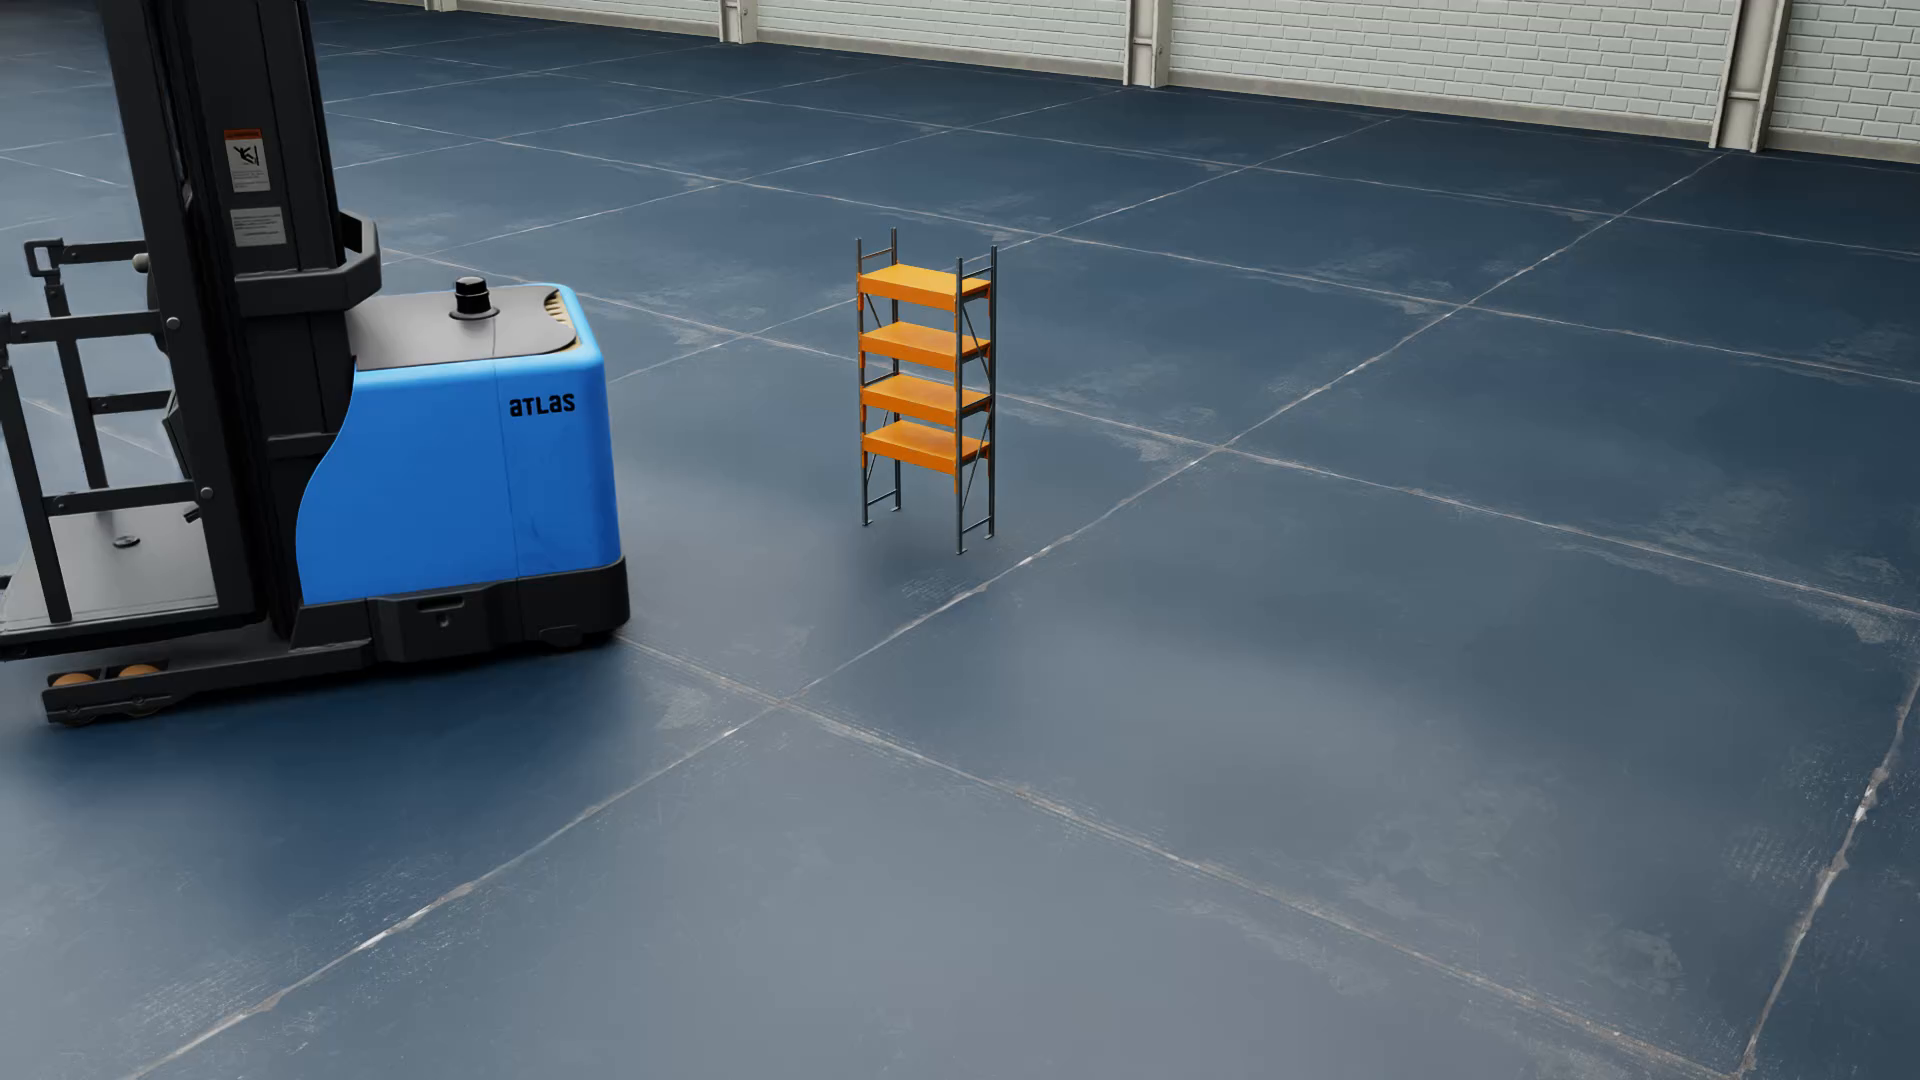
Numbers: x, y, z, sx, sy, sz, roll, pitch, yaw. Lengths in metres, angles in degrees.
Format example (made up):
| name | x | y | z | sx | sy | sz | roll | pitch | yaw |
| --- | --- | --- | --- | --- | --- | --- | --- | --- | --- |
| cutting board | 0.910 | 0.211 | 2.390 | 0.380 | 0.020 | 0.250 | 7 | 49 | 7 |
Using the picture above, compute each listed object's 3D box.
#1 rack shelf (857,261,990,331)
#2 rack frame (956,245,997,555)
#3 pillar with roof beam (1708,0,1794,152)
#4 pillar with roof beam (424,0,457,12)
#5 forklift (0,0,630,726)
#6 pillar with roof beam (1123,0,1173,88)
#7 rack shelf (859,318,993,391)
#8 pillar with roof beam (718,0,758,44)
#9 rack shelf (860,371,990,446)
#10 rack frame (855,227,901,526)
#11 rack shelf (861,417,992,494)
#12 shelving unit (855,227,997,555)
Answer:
| name | x | y | z | sx | sy | sz | roll | pitch | yaw |
| --- | --- | --- | --- | --- | --- | --- | --- | --- | --- |
| rack shelf | -0.132 | -0.949 | 6.440 | 0.480 | 0.148 | 0.258 | 17 | 29 | 33 |
| rack frame | 0.063 | -0.530 | 6.465 | 0.015 | 1.200 | 0.240 | 17 | 29 | 33 |
| pillar with roof beam | 4.214 | -6.165 | 9.581 | 0.400 | 9.000 | 9.100 | 17 | 29 | 33 |
| pillar with roof beam | -10.189 | -10.517 | 19.460 | 0.400 | 9.000 | 9.100 | 17 | 29 | 33 |
| forklift | -2.754 | -0.978 | 5.335 | 3.031 | 2.935 | 1.130 | -8 | 25 | -17 |
| pillar with roof beam | -0.587 | -7.616 | 12.874 | 0.400 | 9.000 | 9.100 | 17 | 29 | 33 |
| rack shelf | -0.132 | -0.732 | 6.536 | 0.480 | 0.148 | 0.258 | 17 | 29 | 33 |
| pillar with roof beam | -5.388 | -9.067 | 16.167 | 0.400 | 9.000 | 9.100 | 17 | 29 | 33 |
| rack shelf | -0.132 | -0.528 | 6.626 | 0.480 | 0.148 | 0.258 | 17 | 29 | 33 |
| rack frame | -0.328 | -0.648 | 6.733 | 0.015 | 1.200 | 0.240 | 17 | 29 | 33 |
| rack shelf | -0.132 | -0.346 | 6.706 | 0.480 | 0.148 | 0.258 | 17 | 29 | 33 |
| shelving unit | -0.132 | -0.589 | 6.599 | 0.503 | 1.200 | 0.258 | 17 | 29 | 33 |
